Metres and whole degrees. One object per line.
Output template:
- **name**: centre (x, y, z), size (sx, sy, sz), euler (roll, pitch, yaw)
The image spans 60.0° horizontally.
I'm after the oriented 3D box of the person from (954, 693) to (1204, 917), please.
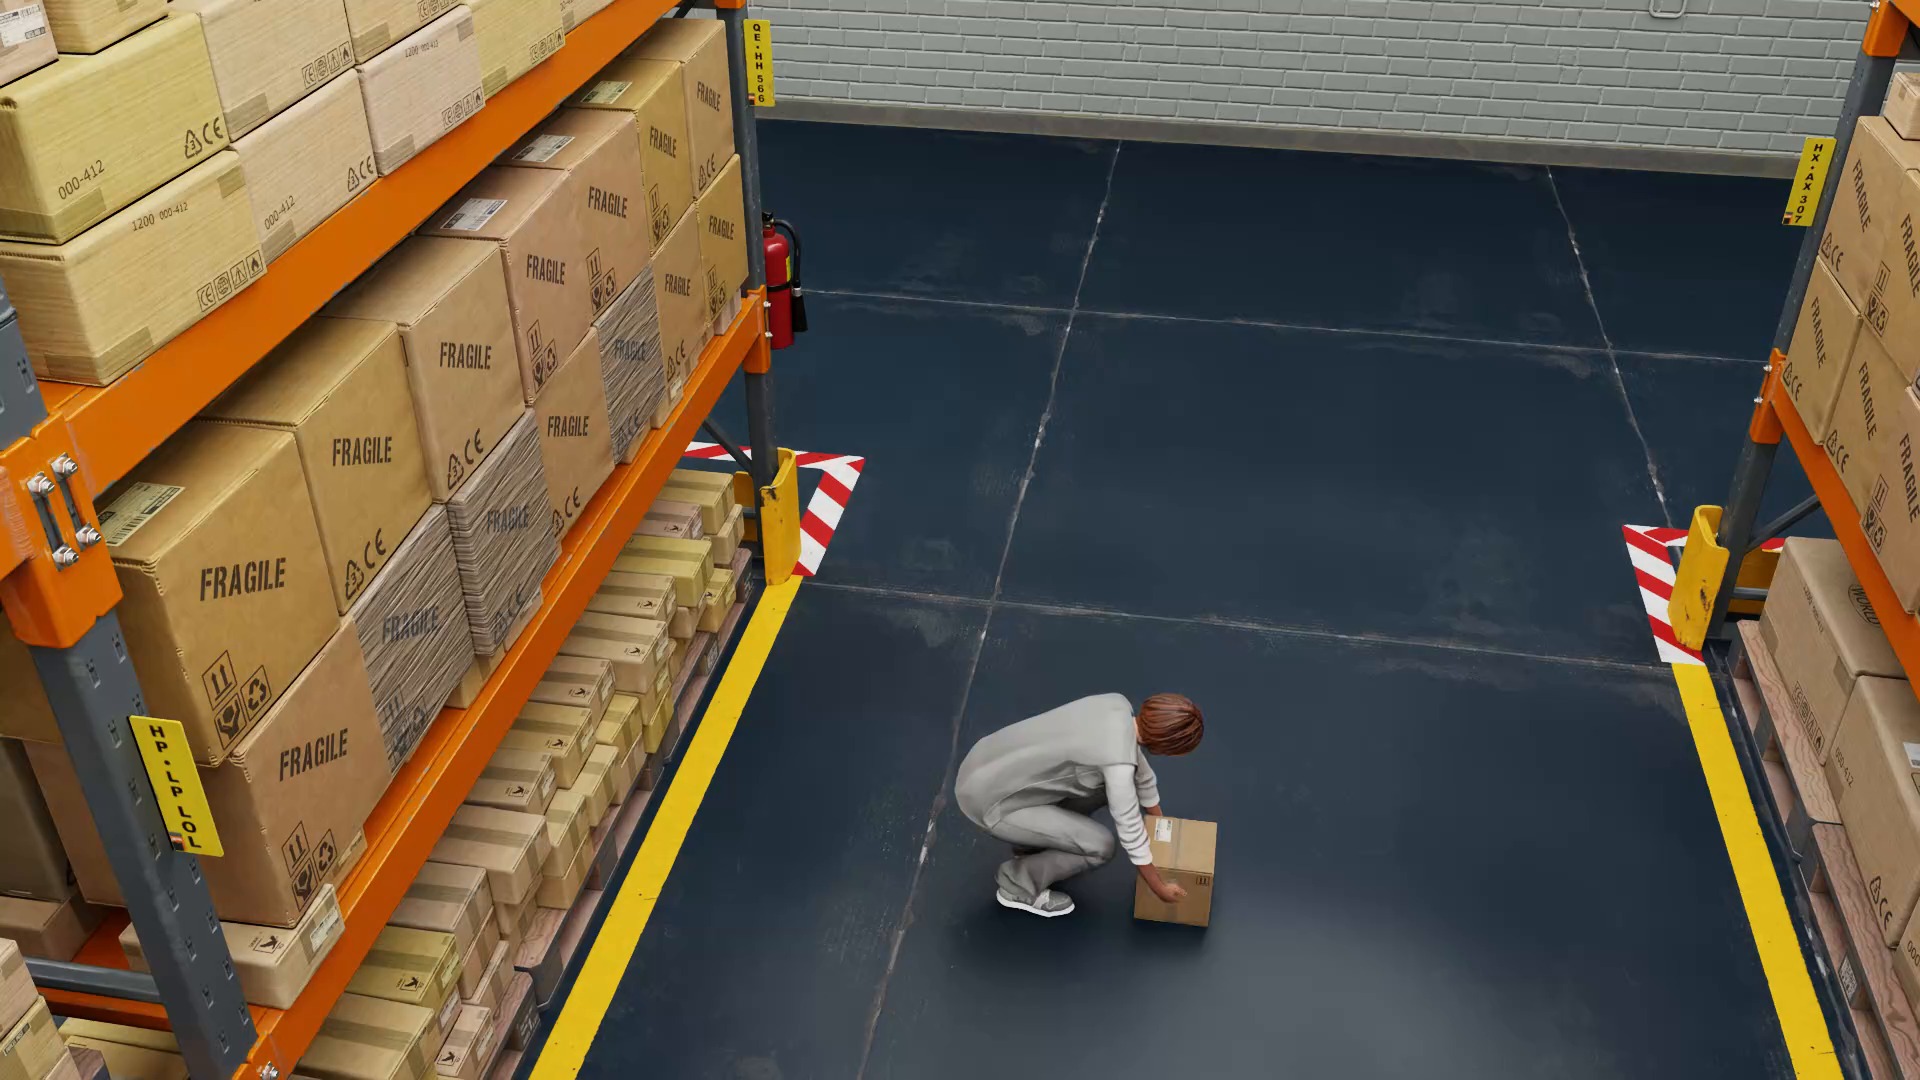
- **person**: centre (0.386, 0.852, 5.552), size (0.803, 0.815, 0.443), euler (5, 33, 8)
